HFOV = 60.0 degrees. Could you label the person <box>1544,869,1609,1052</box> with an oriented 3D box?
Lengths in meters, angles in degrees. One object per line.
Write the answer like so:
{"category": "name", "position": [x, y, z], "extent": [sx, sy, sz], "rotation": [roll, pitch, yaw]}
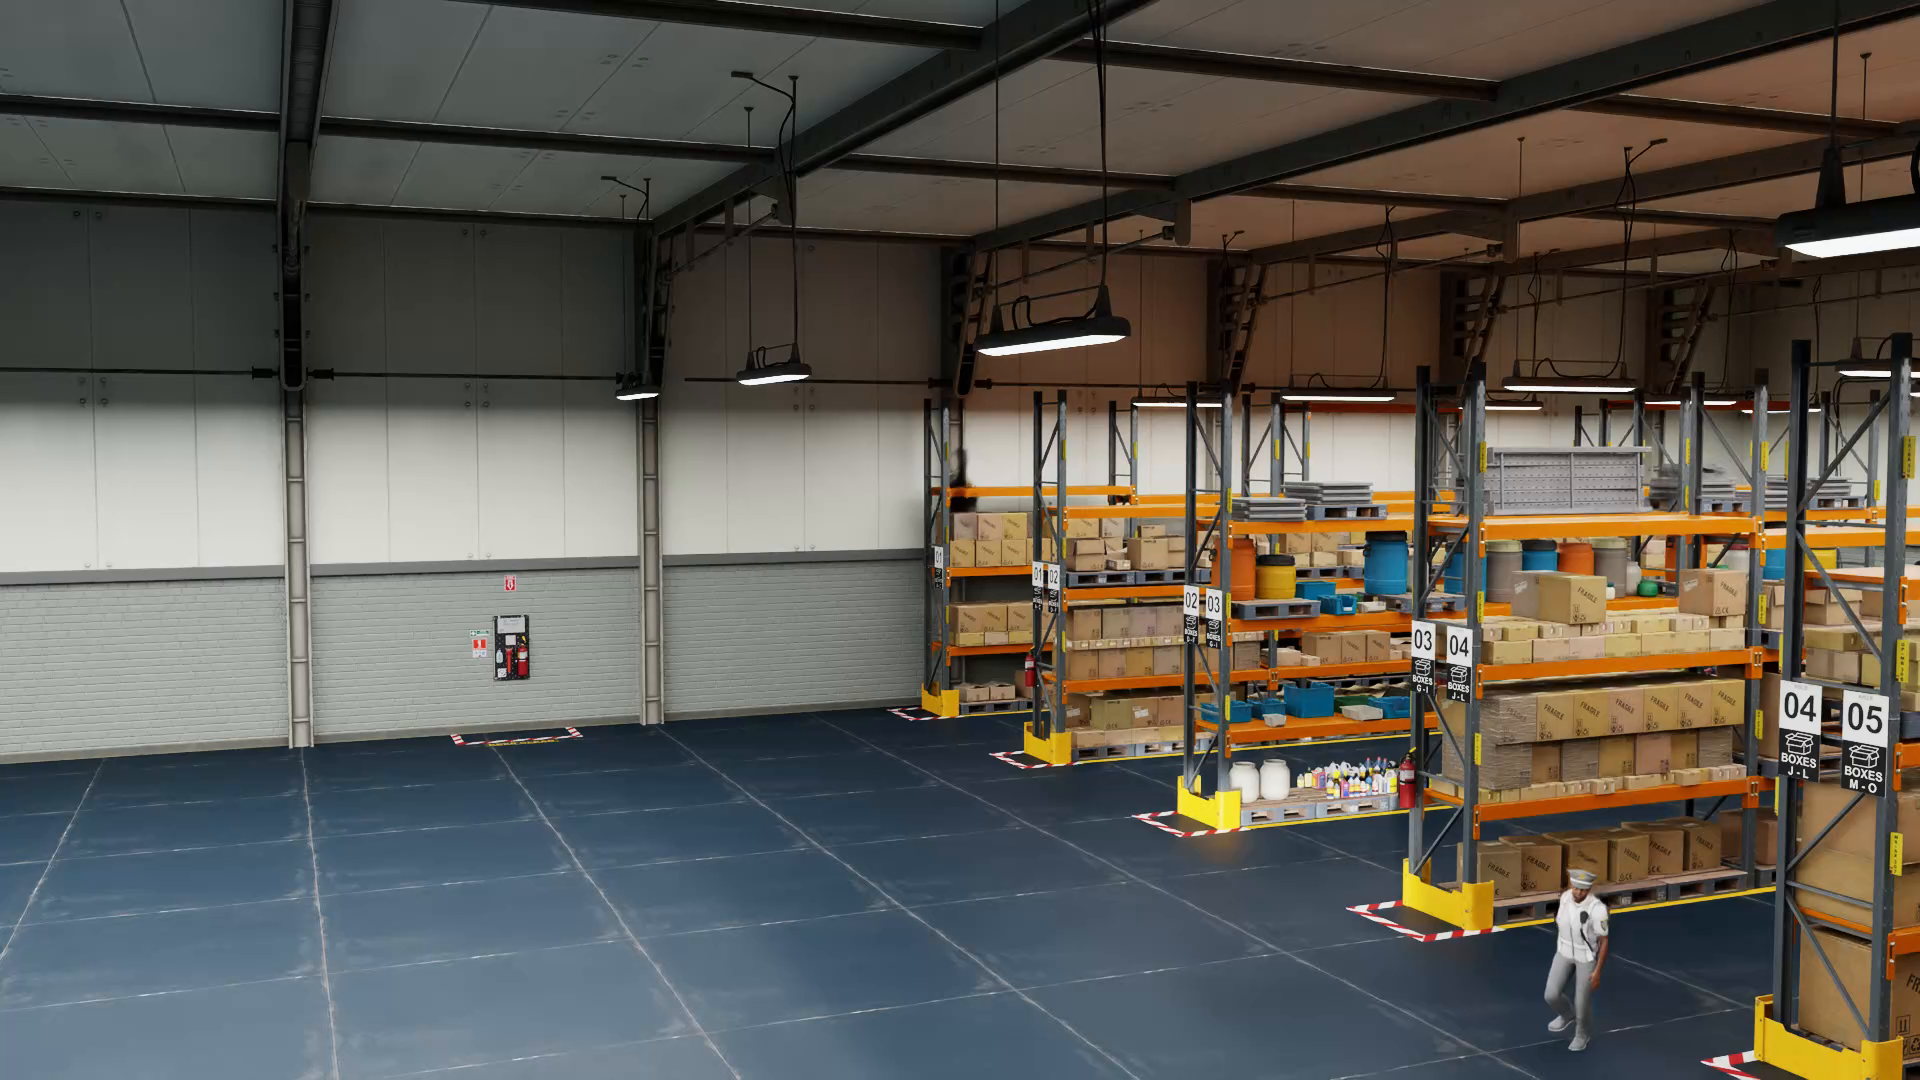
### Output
{"category": "person", "position": [5.219, 3.538, 14.051], "extent": [0.568, 1.623, 0.600], "rotation": [-3, 5, -45]}
